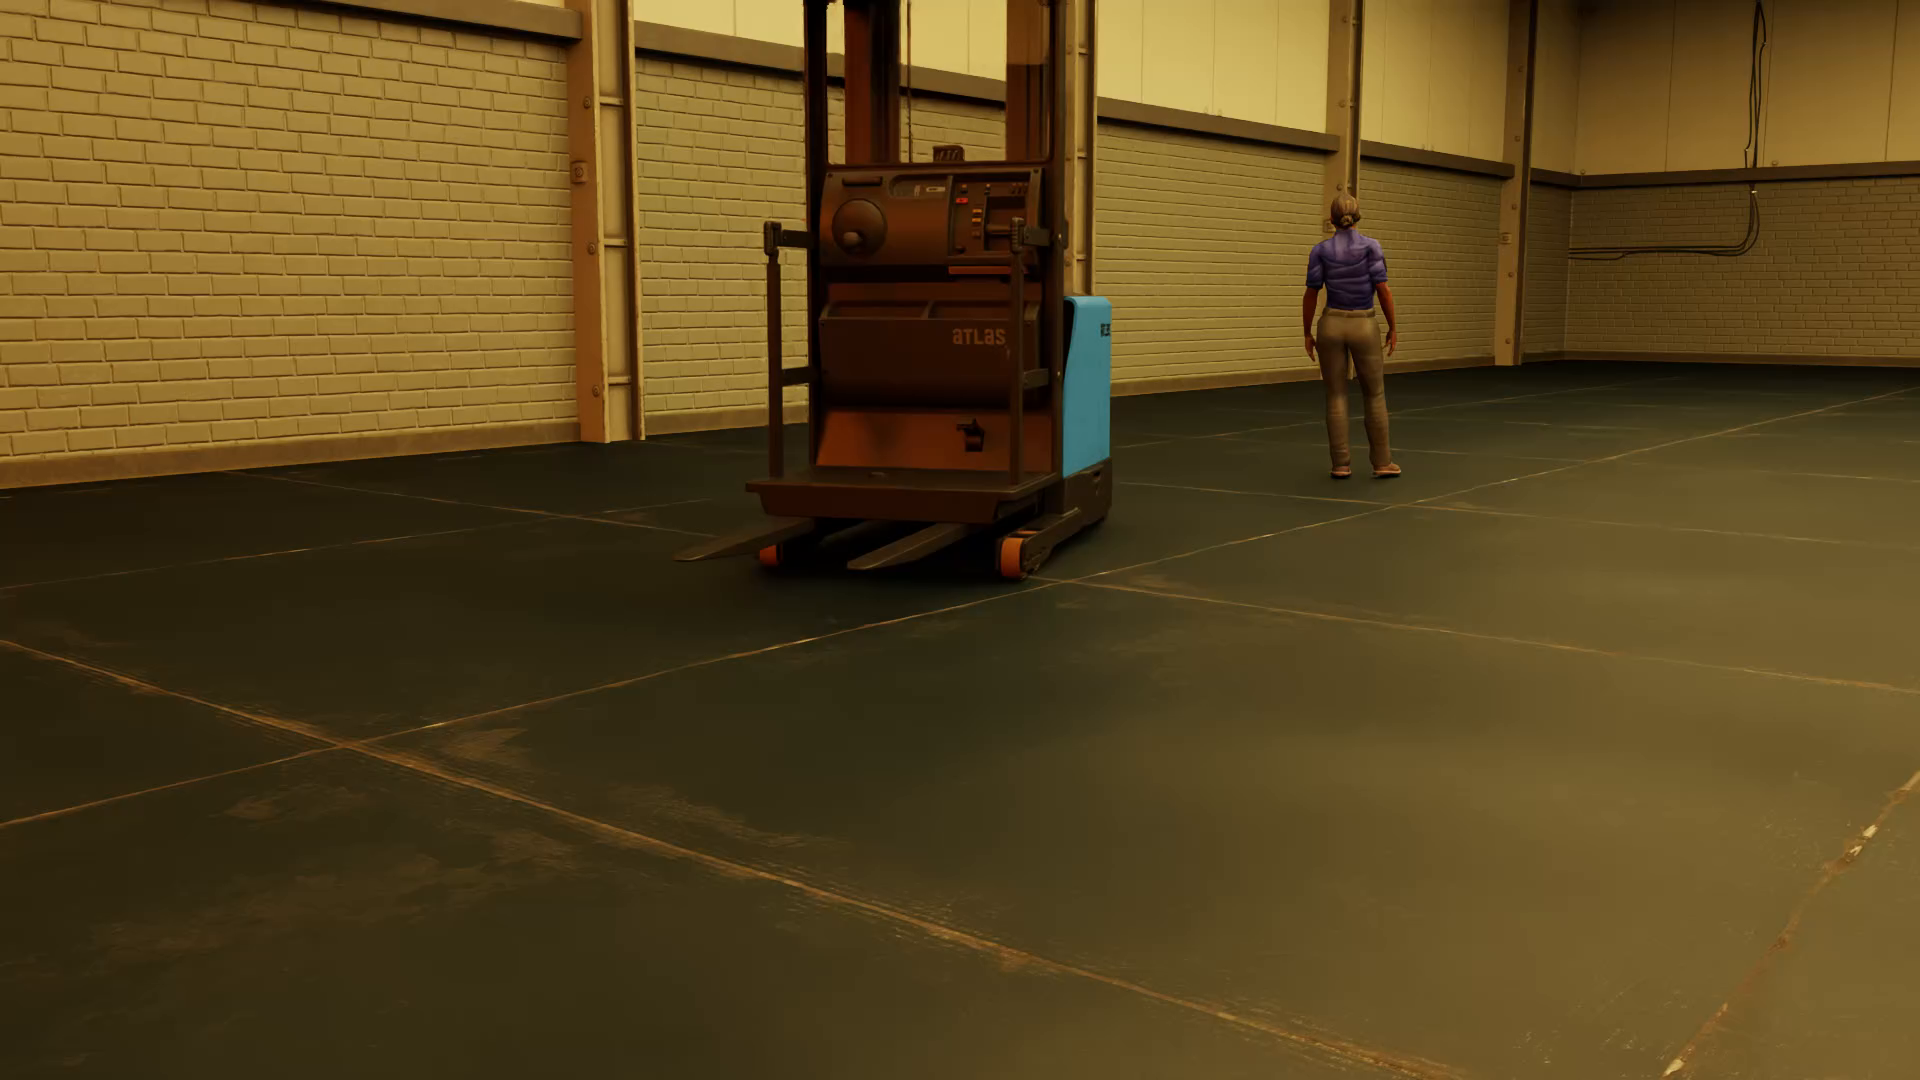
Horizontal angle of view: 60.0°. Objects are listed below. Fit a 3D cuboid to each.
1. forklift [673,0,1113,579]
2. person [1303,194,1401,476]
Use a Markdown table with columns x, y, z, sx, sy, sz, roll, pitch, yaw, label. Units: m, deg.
| x | y | z | sx | sy | sz | roll | pitch | yaw | label |
| --- | --- | --- | --- | --- | --- | --- | --- | --- | --- |
| -0.183 | -1.362 | 6.593 | 1.130 | 2.935 | 3.031 | 3 | 9 | 17 | forklift |
| 2.334 | -1.205 | 9.871 | 0.569 | 1.656 | 0.503 | 3 | 9 | 22 | person |
